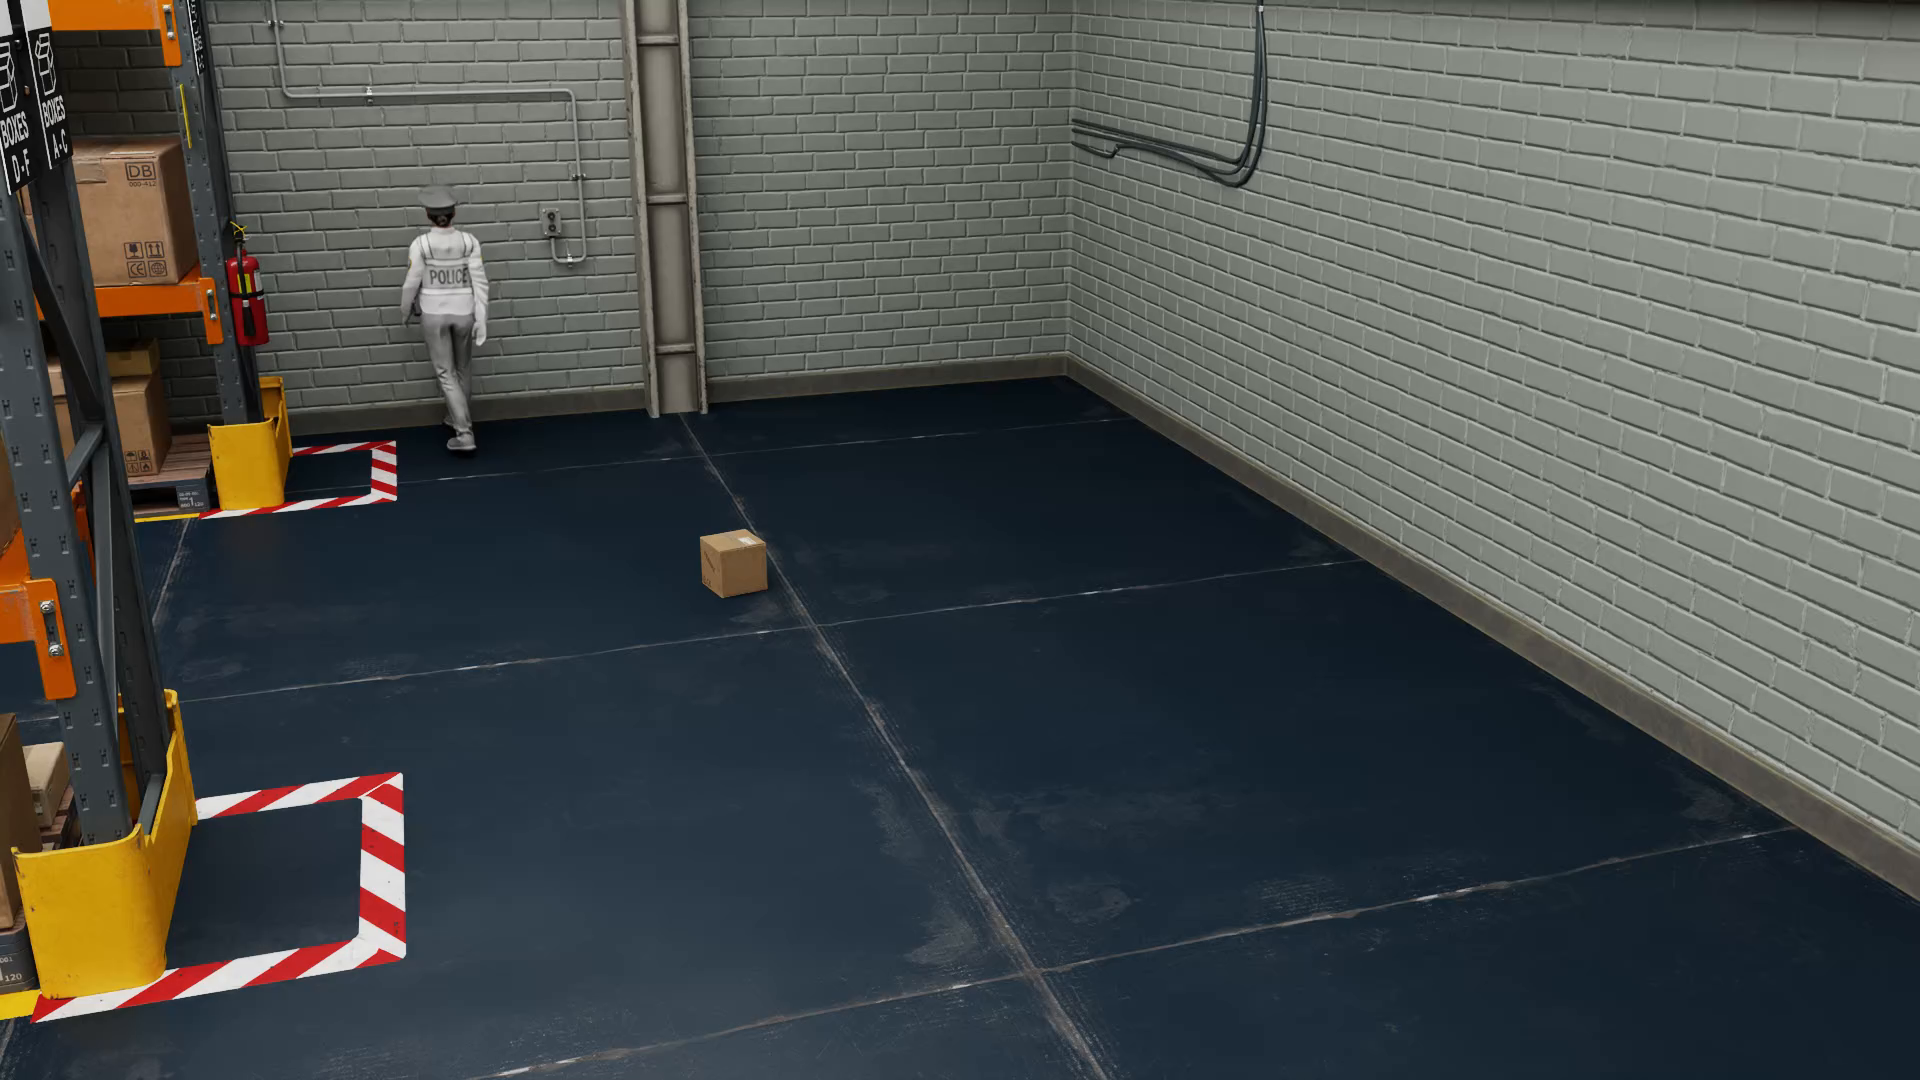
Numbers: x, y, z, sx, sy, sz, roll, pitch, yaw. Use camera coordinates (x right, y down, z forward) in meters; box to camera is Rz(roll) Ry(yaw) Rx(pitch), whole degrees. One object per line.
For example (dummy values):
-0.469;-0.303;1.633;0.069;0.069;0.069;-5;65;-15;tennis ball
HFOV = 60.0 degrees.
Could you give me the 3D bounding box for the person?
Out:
-3.306;-1.437;10.582;0.493;1.650;0.860;-15;24;-36;person
